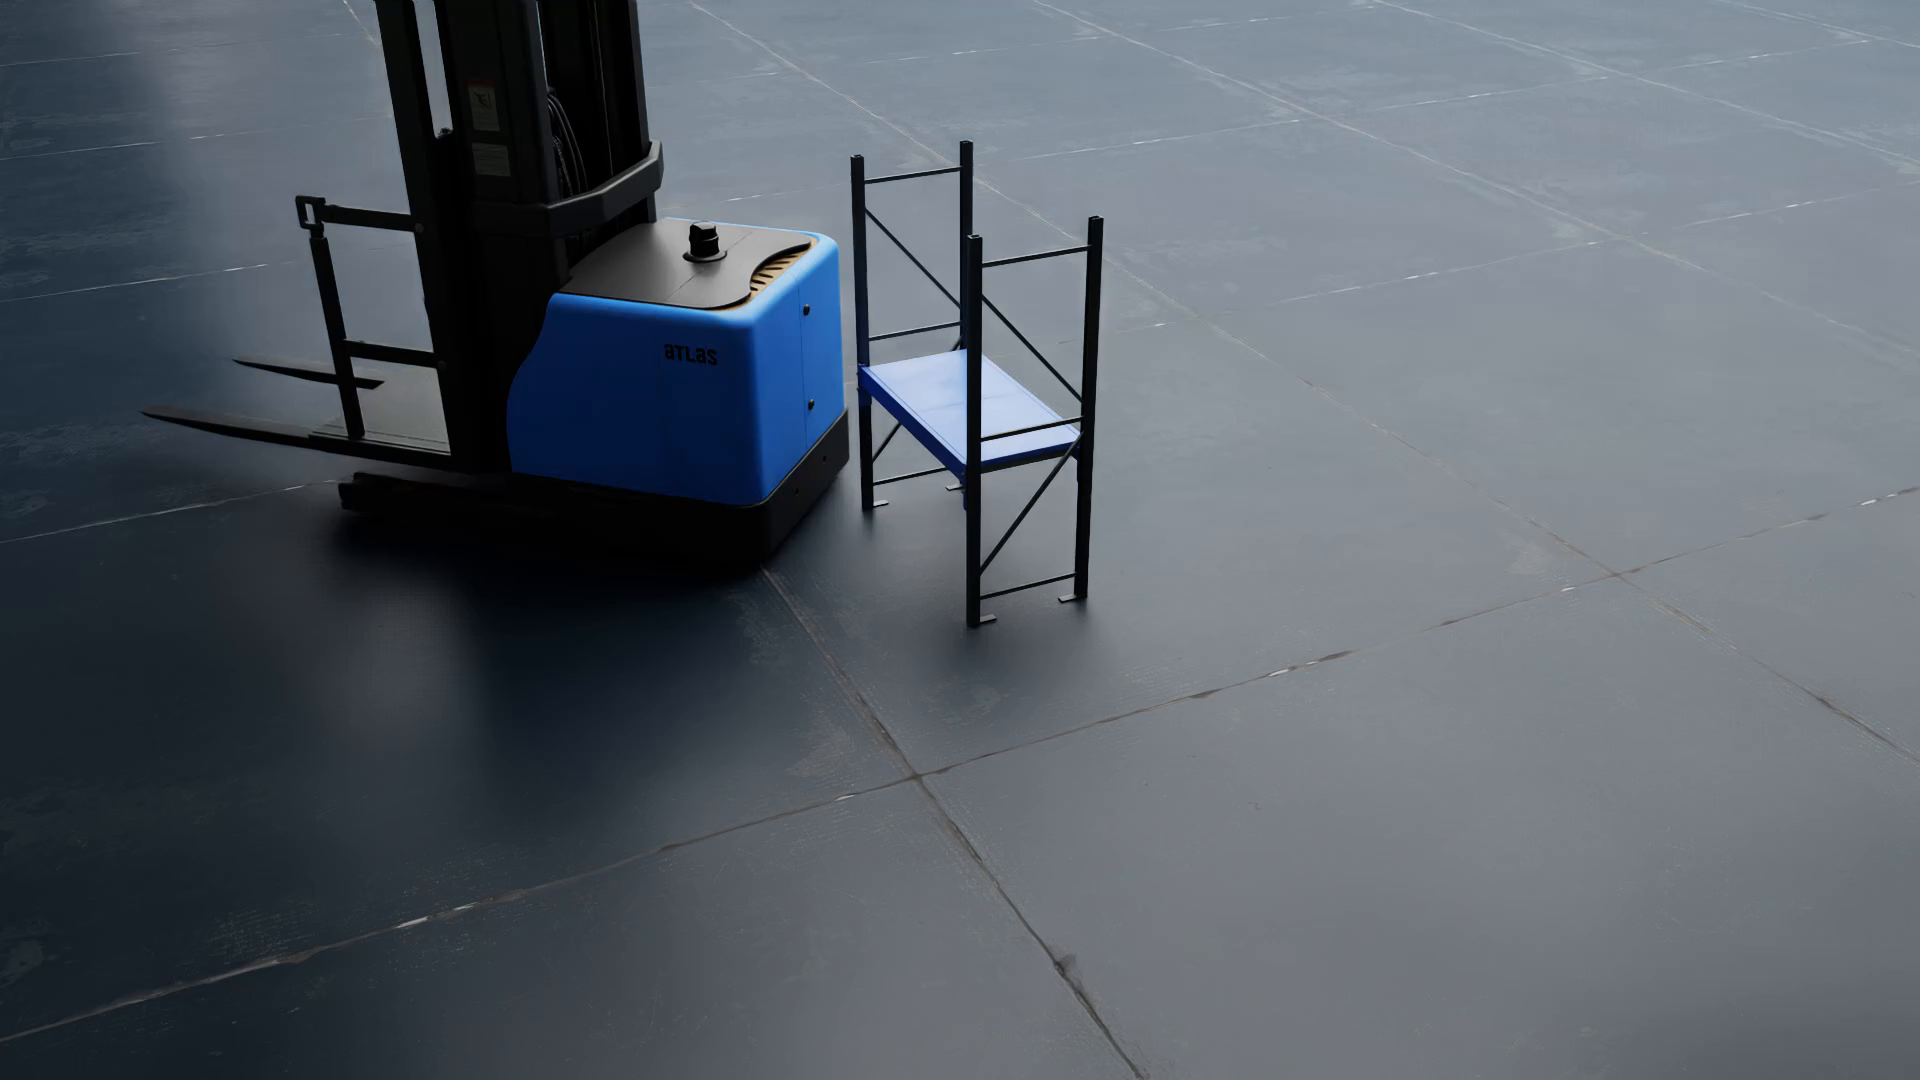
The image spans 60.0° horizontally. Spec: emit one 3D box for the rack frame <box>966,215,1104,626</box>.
[{"bbox_3d":[0.255,-0.392,5.916,0.500,1.500,0.032,-13,32,-22],"label":"rack frame"}]

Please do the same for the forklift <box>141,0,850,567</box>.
[{"bbox_3d":[-2.056,-1.582,6.574,3.031,2.935,1.130,9,30,15],"label":"forklift"}]

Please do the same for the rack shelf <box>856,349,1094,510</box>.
[{"bbox_3d":[0.037,-0.460,6.404,0.538,0.185,1.000,-13,32,-22],"label":"rack shelf"}]

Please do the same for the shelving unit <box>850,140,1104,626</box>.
[{"bbox_3d":[0.037,-0.616,6.316,0.538,1.500,1.048,-13,32,-22],"label":"shelving unit"}]

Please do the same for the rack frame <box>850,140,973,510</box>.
[{"bbox_3d":[-0.182,-0.841,6.716,0.500,1.500,0.032,-13,32,-22],"label":"rack frame"}]
